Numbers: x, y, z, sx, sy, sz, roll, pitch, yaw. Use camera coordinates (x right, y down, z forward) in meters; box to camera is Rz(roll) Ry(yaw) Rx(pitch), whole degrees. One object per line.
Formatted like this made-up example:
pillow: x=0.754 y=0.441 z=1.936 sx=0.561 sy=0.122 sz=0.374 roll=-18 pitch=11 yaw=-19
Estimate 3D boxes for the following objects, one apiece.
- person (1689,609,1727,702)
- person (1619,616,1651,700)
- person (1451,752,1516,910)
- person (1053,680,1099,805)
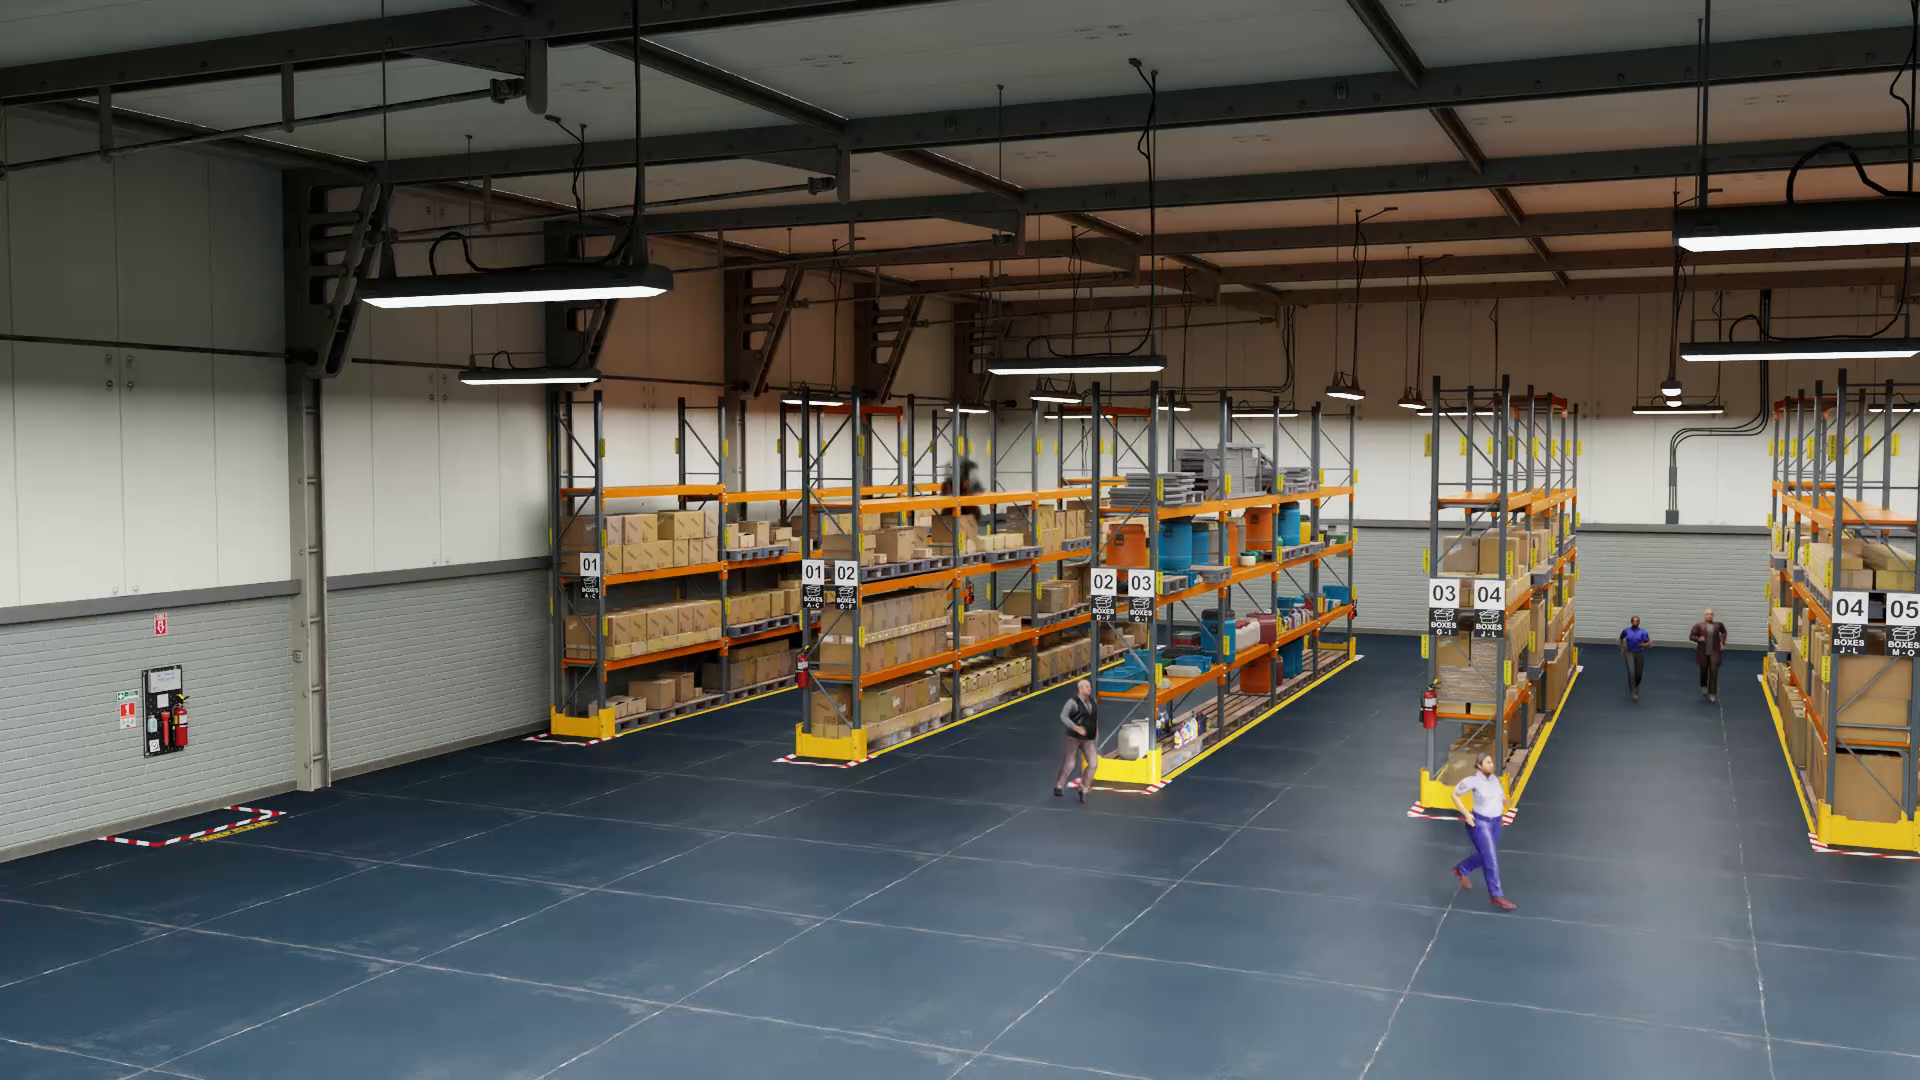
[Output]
person: x=14.860 y=2.266 z=33.032 sx=0.708 sy=1.789 sz=1.040 roll=1 pitch=3 yaw=20
person: x=13.467 y=2.324 z=33.196 sx=0.576 sy=1.639 sz=0.912 roll=1 pitch=3 yaw=19
person: x=5.755 y=3.151 z=18.301 sx=0.584 sy=1.632 sz=0.943 roll=-2 pitch=4 yaw=-35
person: x=1.726 y=2.858 z=23.632 sx=0.709 sy=1.747 sz=0.695 roll=-2 pitch=4 yaw=-27
